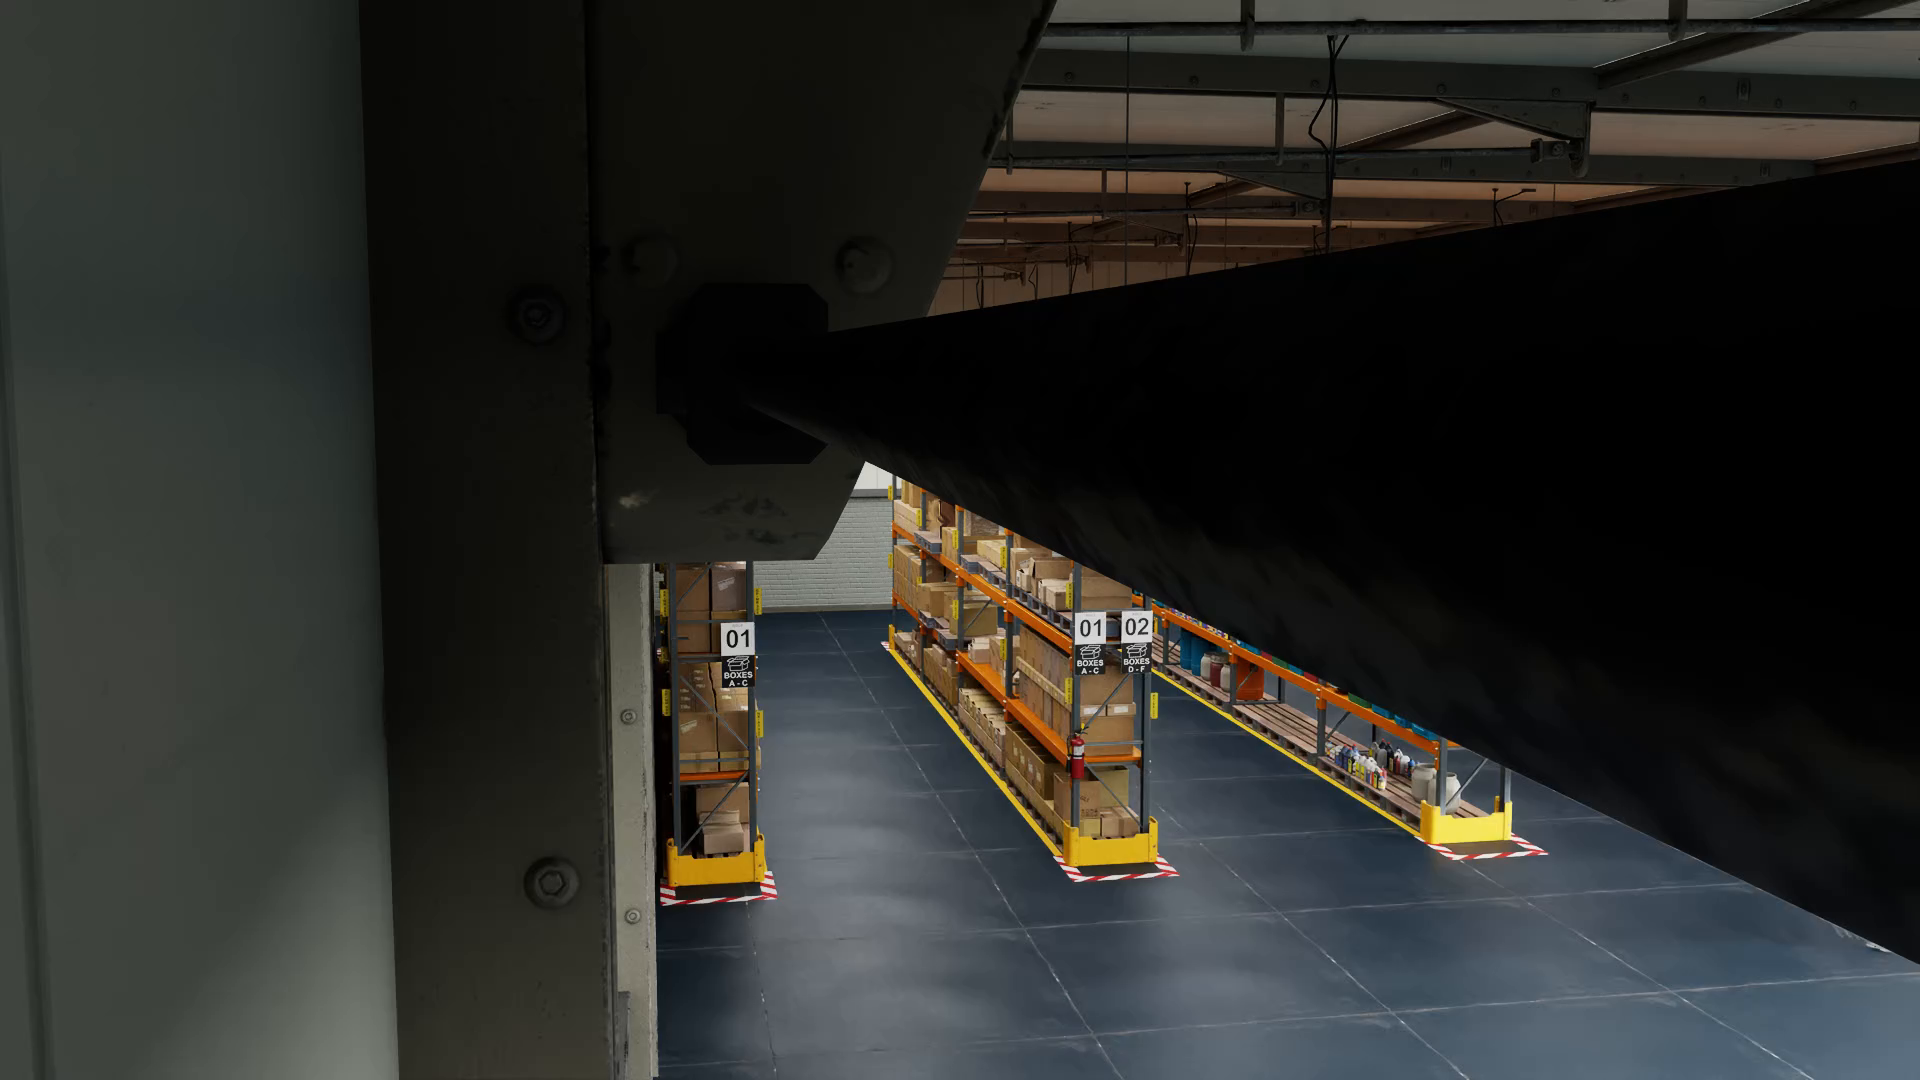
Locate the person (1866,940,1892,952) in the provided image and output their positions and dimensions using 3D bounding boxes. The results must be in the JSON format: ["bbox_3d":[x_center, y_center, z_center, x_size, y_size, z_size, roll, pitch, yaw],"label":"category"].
[{"bbox_3d":[10.039,3.588,17.747,0.561,1.661,0.561,1,6,10],"label":"person"}]
